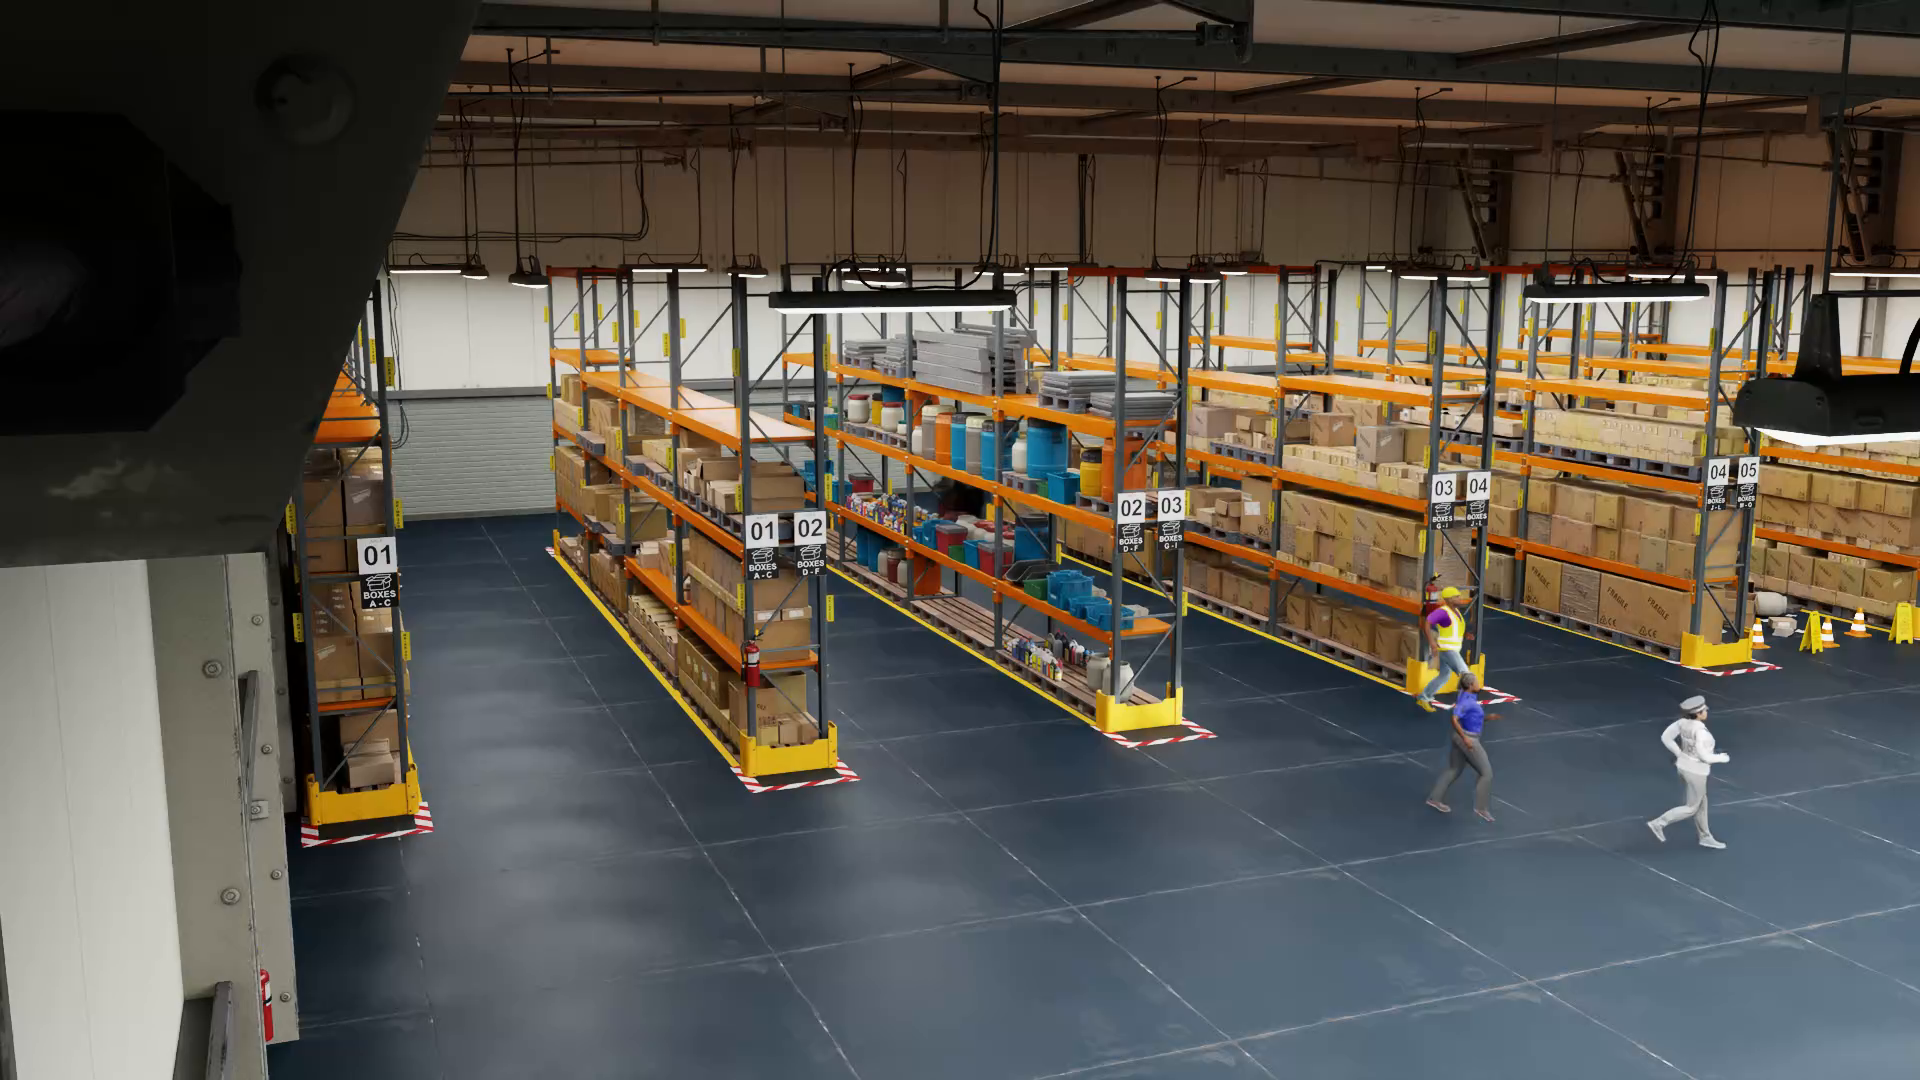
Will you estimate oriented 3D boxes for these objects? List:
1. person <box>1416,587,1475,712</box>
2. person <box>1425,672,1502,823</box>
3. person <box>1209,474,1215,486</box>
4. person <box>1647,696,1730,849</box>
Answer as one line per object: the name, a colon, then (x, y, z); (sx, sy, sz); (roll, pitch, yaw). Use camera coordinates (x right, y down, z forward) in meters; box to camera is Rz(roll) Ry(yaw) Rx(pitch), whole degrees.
person: (6.752, 1.523, 22.801); (0.861, 1.759, 0.719); (5, 11, 27)
person: (5.658, 2.320, 18.586); (0.752, 1.718, 0.547); (0, 10, -1)
person: (6.284, -1.663, 41.775); (0.483, 1.520, 0.637); (6, 12, 32)
person: (7.729, 2.470, 17.599); (0.901, 1.693, 0.616); (-1, 10, -3)
